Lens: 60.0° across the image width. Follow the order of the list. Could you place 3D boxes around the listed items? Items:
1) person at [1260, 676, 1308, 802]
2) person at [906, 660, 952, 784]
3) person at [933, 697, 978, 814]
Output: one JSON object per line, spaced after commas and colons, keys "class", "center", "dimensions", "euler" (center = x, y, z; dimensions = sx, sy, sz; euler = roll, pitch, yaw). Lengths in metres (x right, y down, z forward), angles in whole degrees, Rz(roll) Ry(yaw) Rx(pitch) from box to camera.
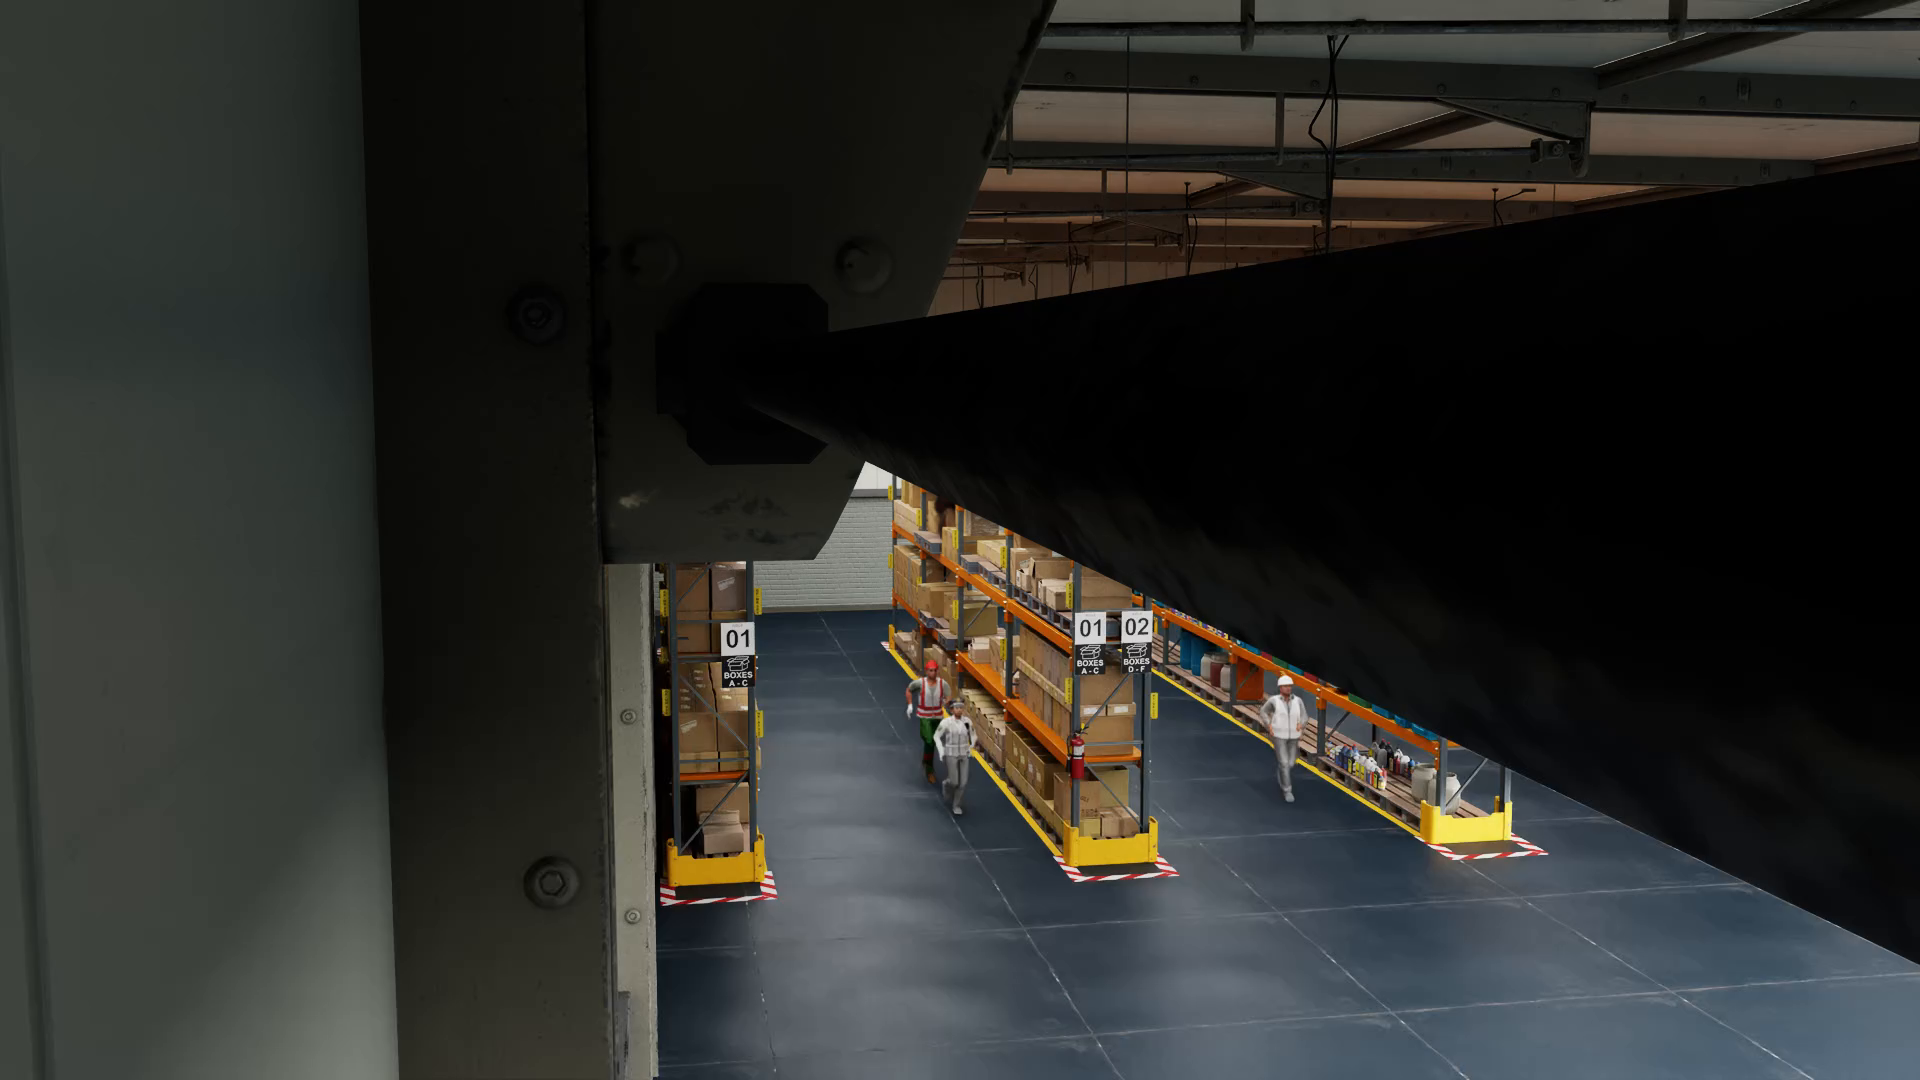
{"class": "person", "center": [4.712, 2.837, 24.100], "dimensions": [0.671, 1.760, 0.913], "euler": [-1, 6, -8]}
{"class": "person", "center": [-0.450, 2.722, 25.140], "dimensions": [0.643, 1.844, 0.875], "euler": [-2, 7, -21]}
{"class": "person", "center": [-0.040, 3.007, 23.265], "dimensions": [0.618, 1.652, 0.550], "euler": [-2, 6, -15]}
